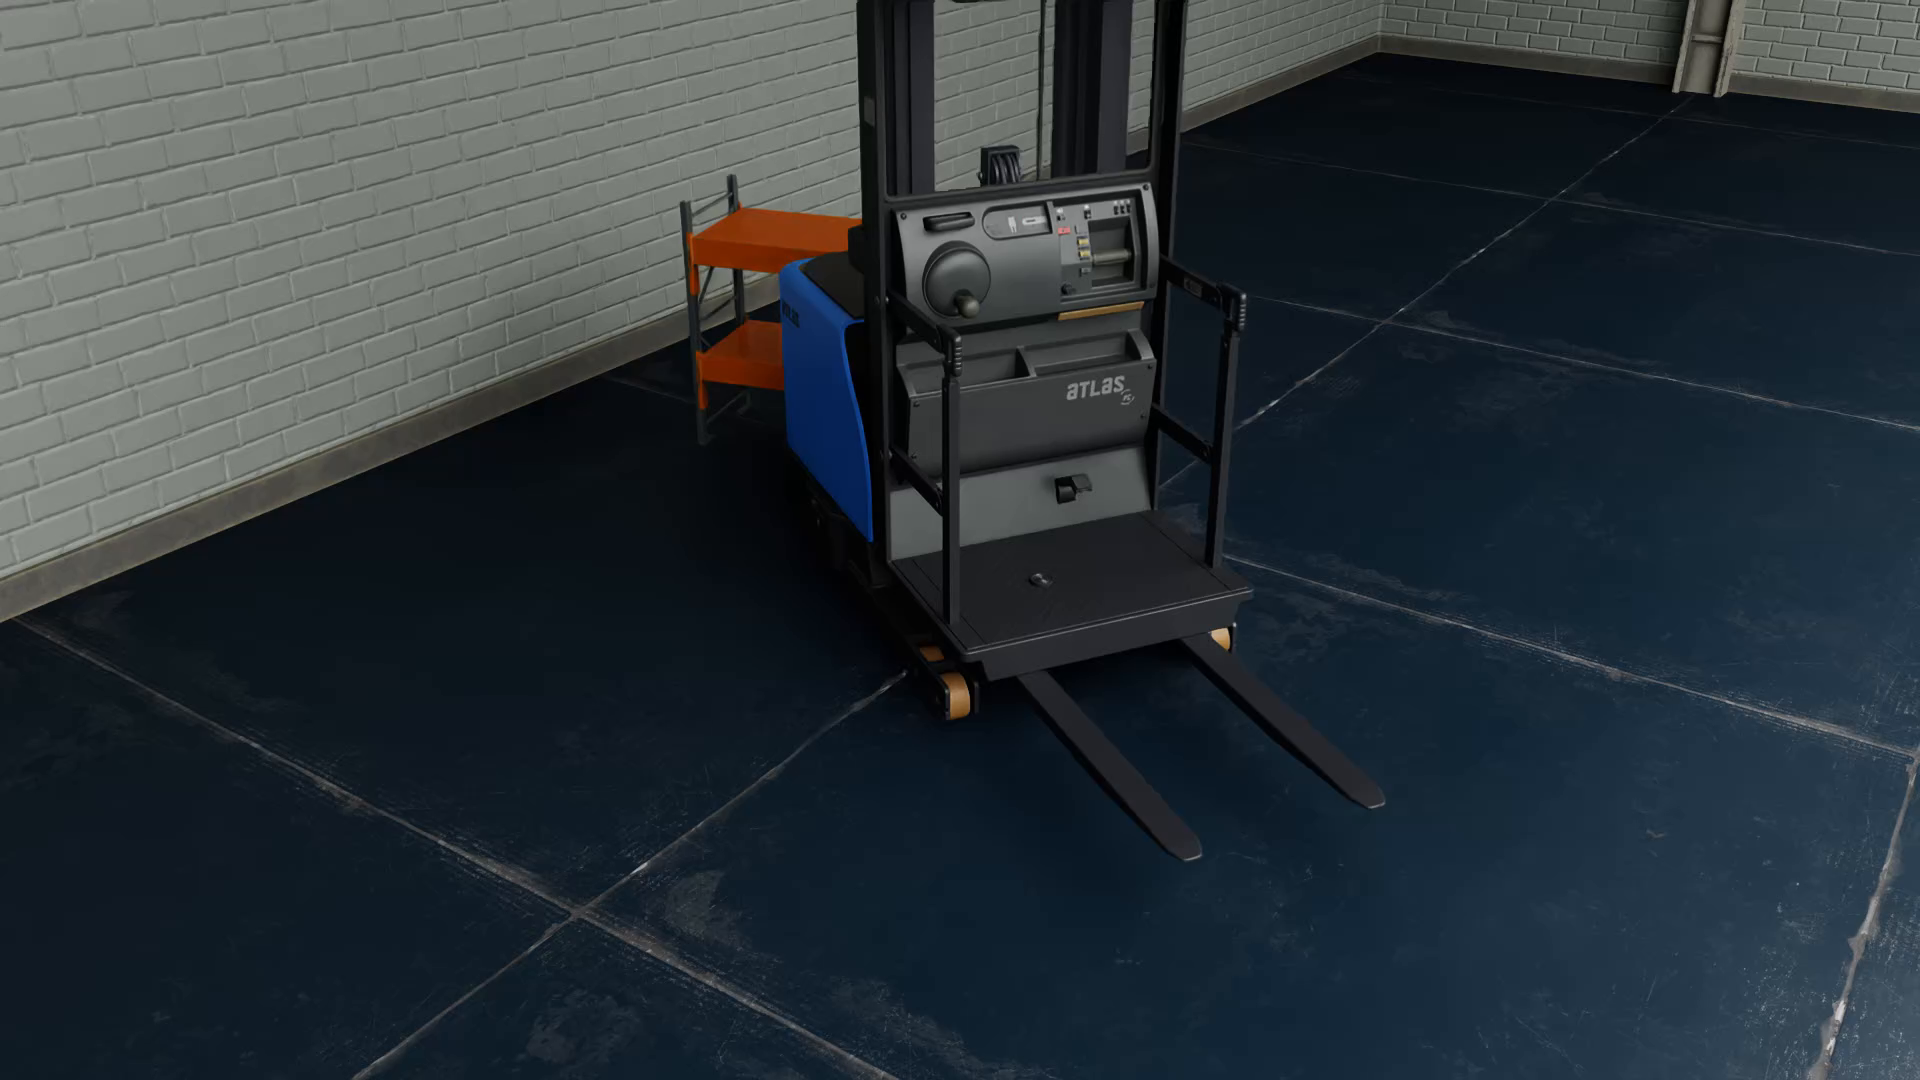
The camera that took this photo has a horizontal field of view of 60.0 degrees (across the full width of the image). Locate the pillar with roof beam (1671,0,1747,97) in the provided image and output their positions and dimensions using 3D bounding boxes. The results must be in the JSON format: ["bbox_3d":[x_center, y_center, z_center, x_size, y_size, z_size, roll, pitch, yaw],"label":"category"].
[{"bbox_3d":[3.952,-6.277,9.163,0.400,9.000,9.100,17,32,30],"label":"pillar with roof beam"}]

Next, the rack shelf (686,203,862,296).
[{"bbox_3d":[-0.622,-1.232,7.286,1.000,0.278,0.538,9,28,17],"label":"rack shelf"}]

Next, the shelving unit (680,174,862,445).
[{"bbox_3d":[-0.622,-0.971,7.419,1.048,1.125,0.538,9,28,17],"label":"shelving unit"}]

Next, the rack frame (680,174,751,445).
[{"bbox_3d":[-1.103,-1.046,7.565,0.032,1.125,0.500,9,28,17],"label":"rack frame"}]

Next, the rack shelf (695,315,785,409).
[{"bbox_3d":[-0.622,-0.754,7.530,1.000,0.278,0.538,9,28,17],"label":"rack shelf"}]

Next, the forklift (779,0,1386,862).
[{"bbox_3d":[0.319,-0.922,5.329,1.130,2.935,3.031,-11,29,-21],"label":"forklift"}]
